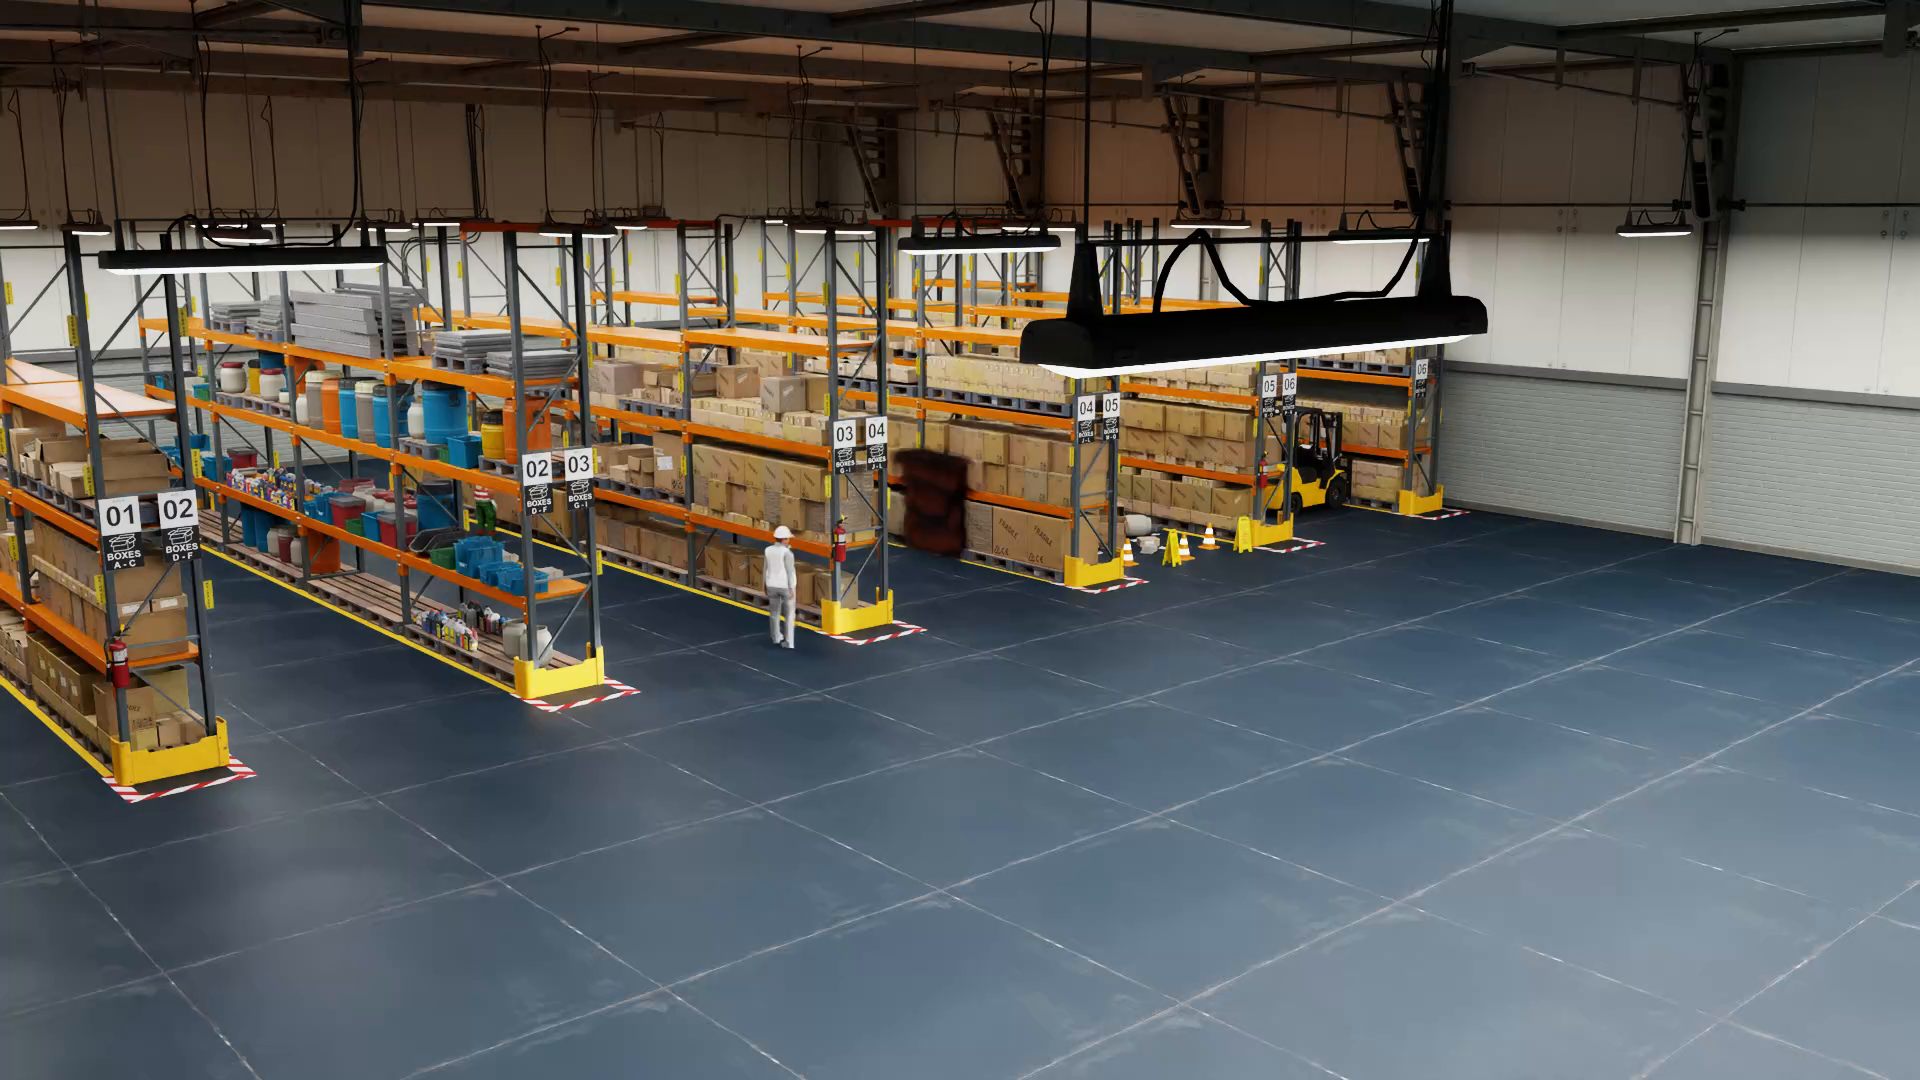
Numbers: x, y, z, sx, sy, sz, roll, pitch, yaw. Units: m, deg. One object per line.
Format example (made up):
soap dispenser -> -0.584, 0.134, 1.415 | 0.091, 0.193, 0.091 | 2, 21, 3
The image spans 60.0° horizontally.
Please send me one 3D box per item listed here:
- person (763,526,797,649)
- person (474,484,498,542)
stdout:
person -> -2.602, 0.662, 24.171 | 0.547, 1.778, 0.578 | 3, 12, 16
person -> -8.776, -0.725, 30.887 | 0.620, 1.790, 0.409 | 11, 16, 44
